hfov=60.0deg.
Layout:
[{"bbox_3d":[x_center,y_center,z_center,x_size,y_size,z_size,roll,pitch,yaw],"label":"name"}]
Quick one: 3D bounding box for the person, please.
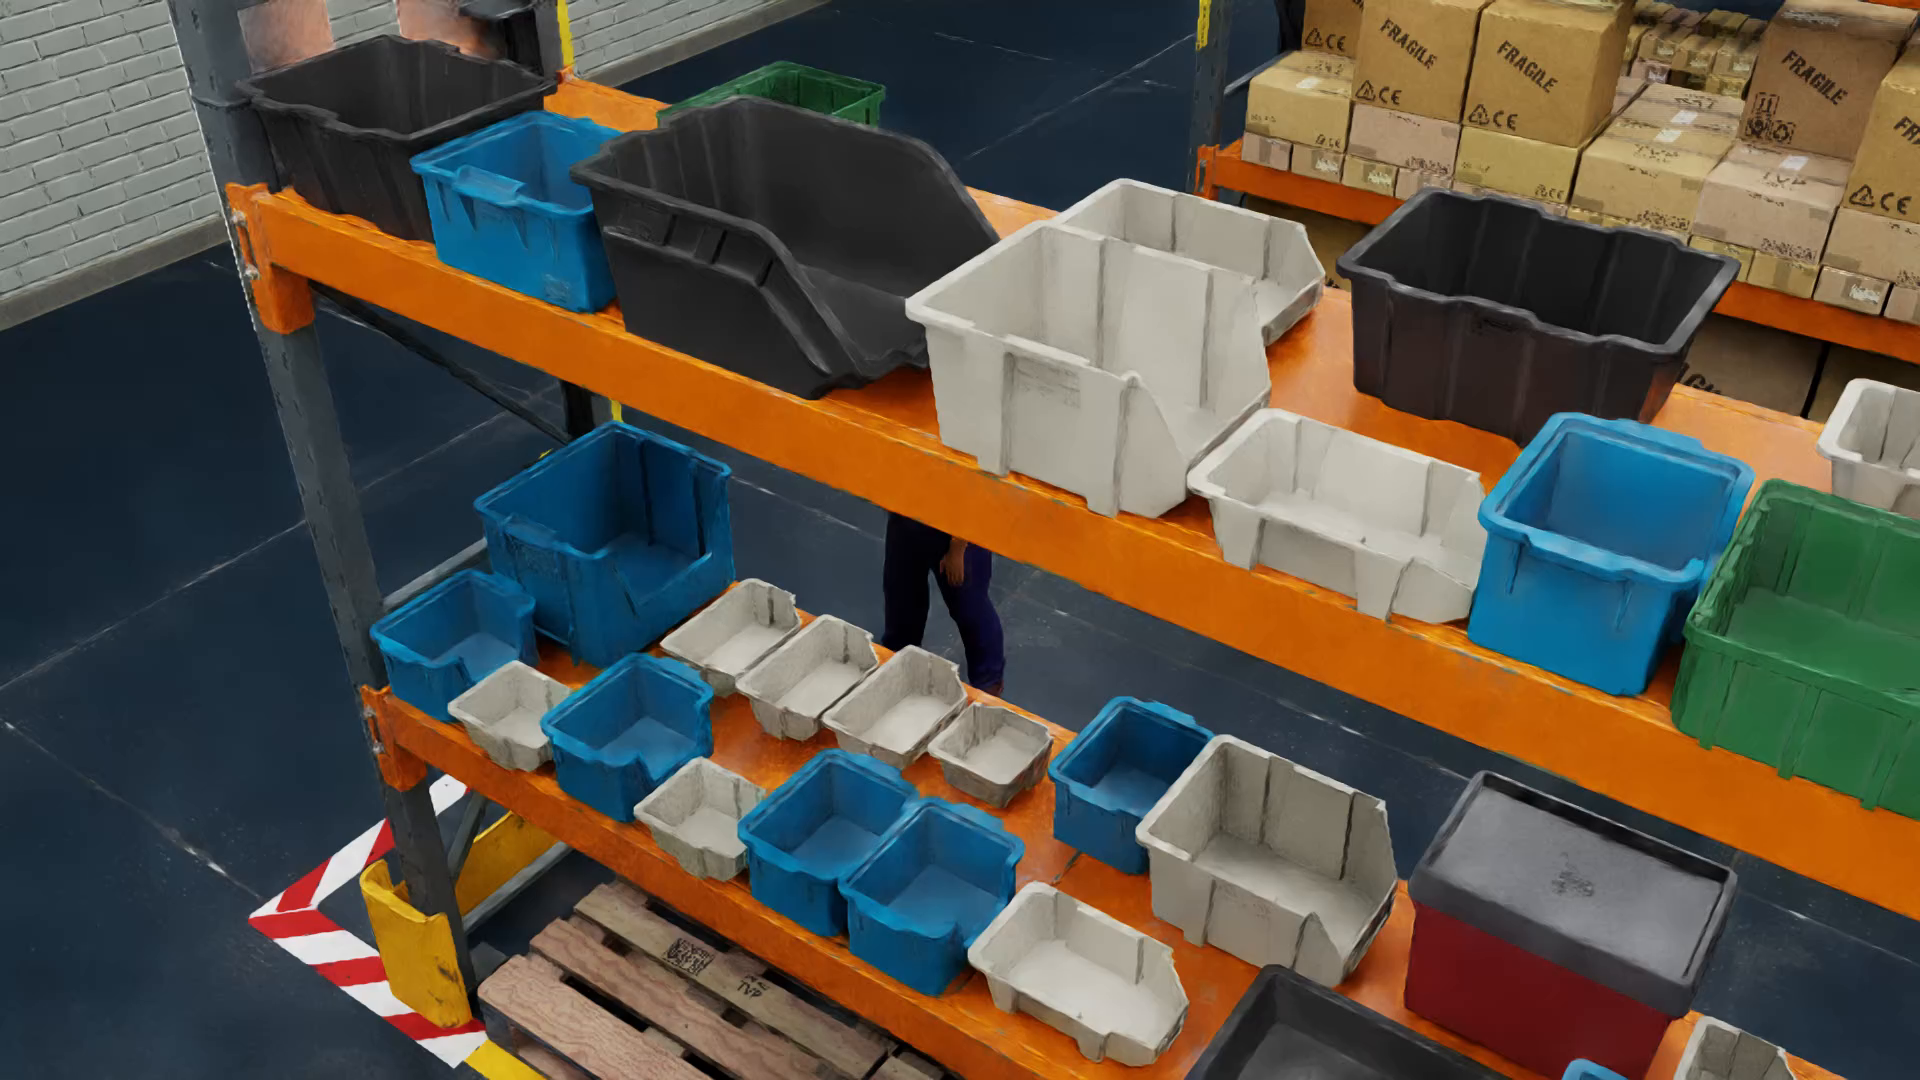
[{"bbox_3d":[-0.133,-0.063,6.212,0.559,1.643,0.599,-19,39,-26],"label":"person"}]
